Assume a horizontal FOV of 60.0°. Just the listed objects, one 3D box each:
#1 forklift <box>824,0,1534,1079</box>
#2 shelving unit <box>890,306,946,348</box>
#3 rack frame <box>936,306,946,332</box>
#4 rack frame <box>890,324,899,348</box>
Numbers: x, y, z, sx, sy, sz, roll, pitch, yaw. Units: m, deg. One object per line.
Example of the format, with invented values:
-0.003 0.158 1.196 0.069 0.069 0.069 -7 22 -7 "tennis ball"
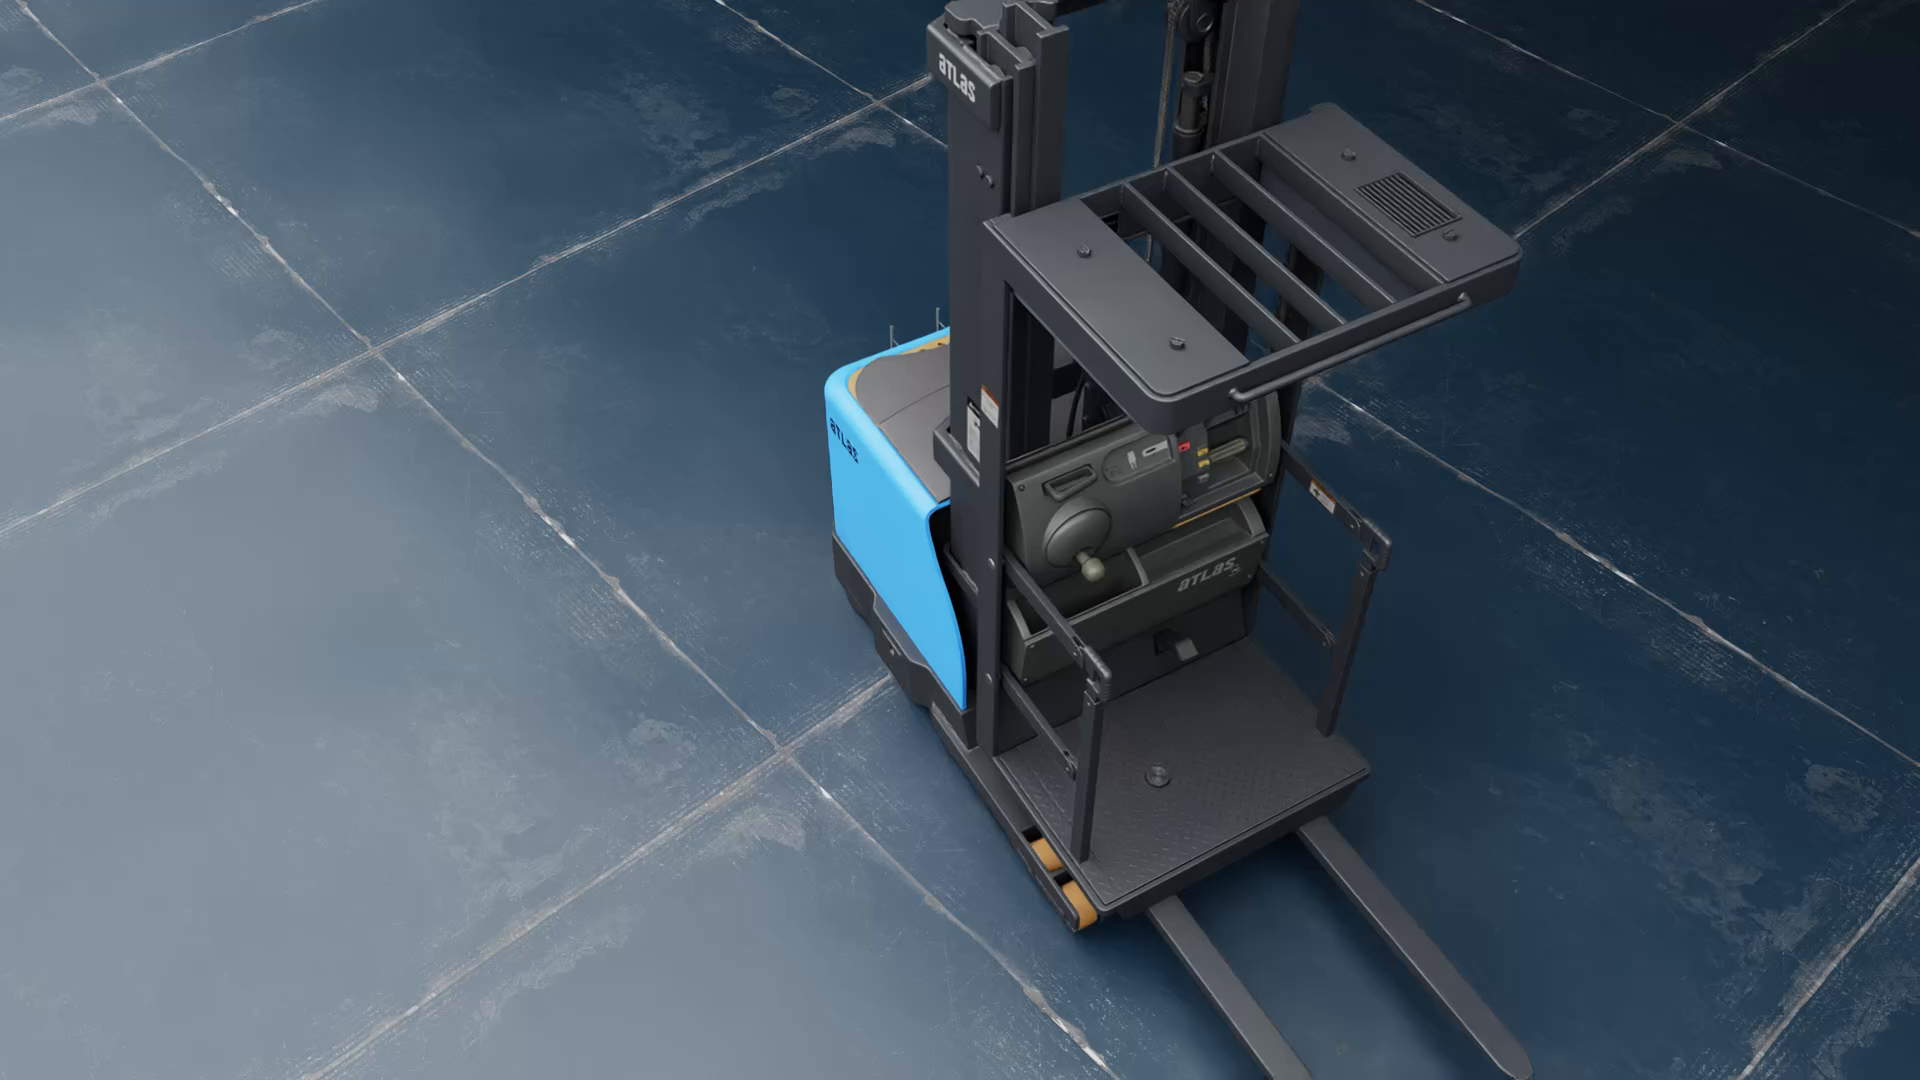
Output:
0.677 -0.089 4.838 1.130 2.935 3.031 -23 51 -20 "forklift"
-0.114 -0.472 6.573 0.210 0.900 0.258 -24 52 -21 "shelving unit"
-0.027 -0.510 6.609 0.006 0.900 0.240 -24 52 -21 "rack frame"
-0.201 -0.433 6.537 0.006 0.900 0.240 -24 52 -21 "rack frame"
